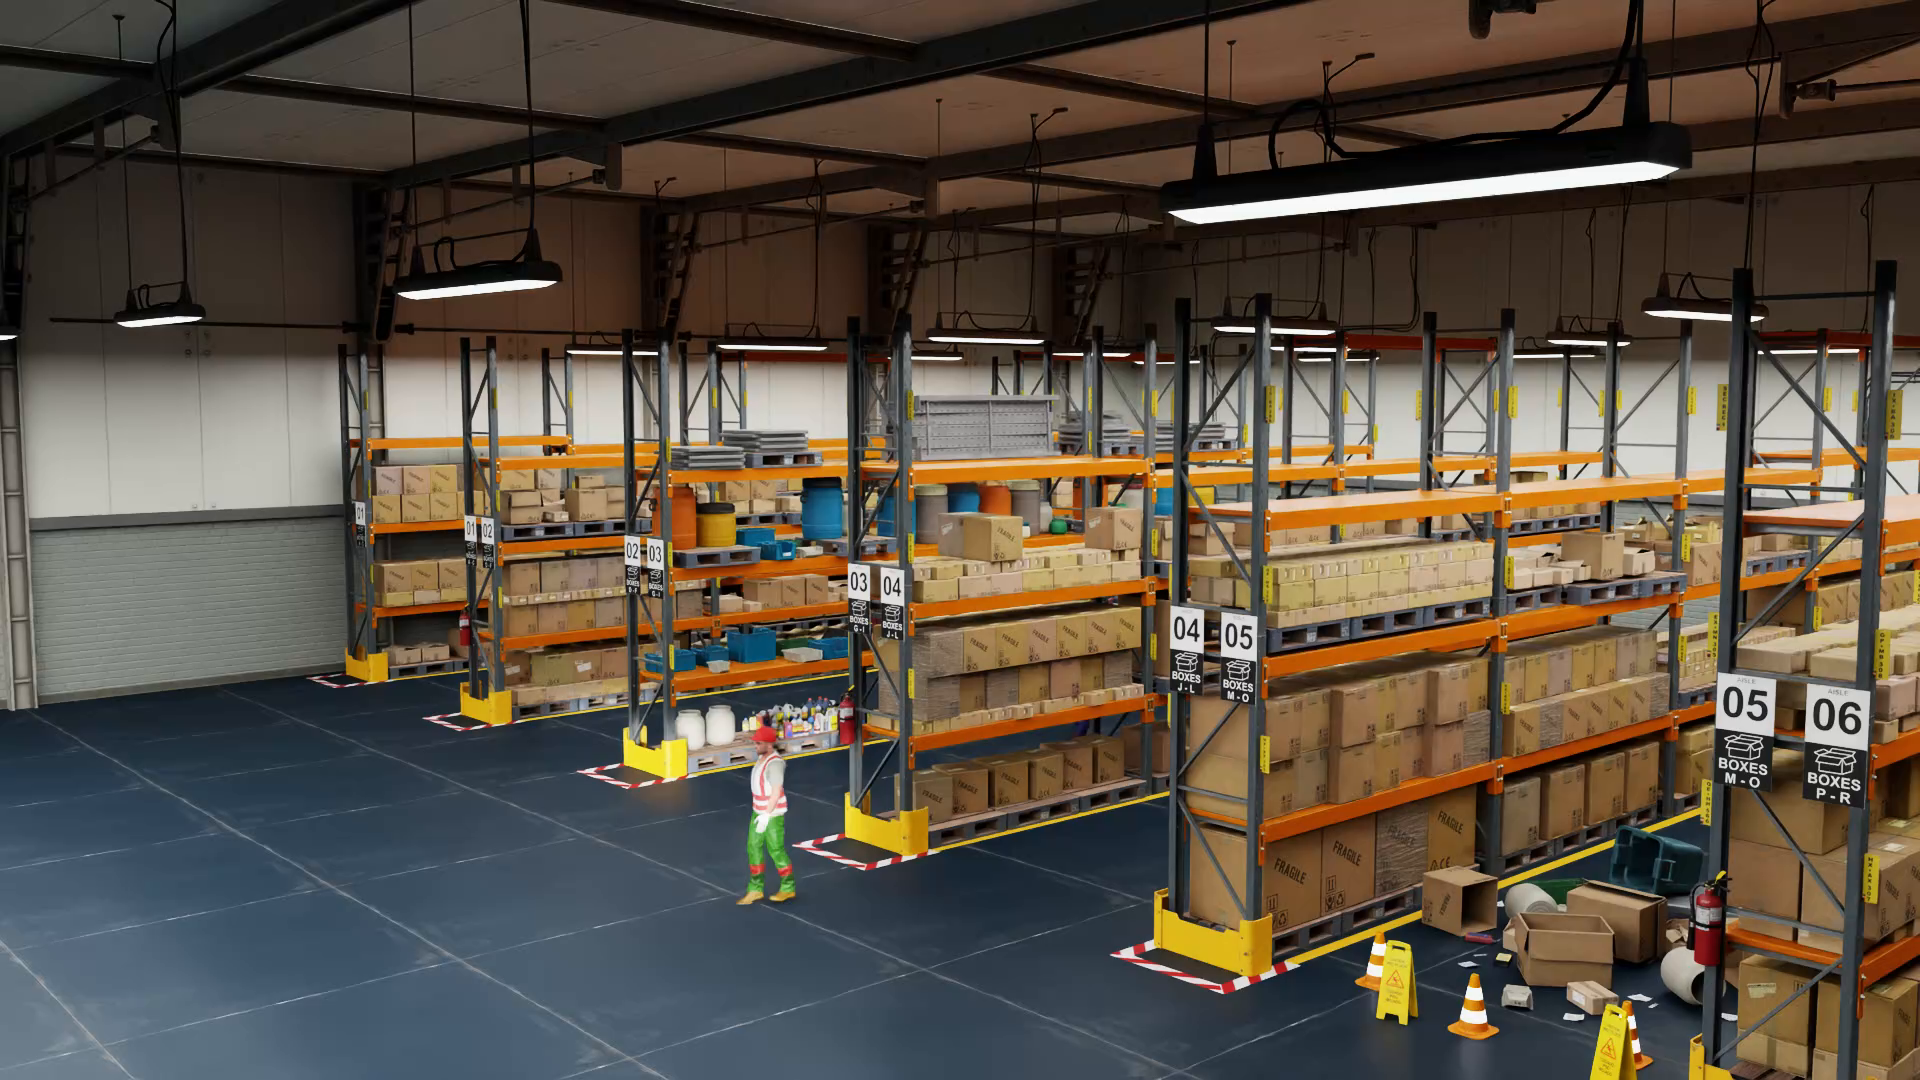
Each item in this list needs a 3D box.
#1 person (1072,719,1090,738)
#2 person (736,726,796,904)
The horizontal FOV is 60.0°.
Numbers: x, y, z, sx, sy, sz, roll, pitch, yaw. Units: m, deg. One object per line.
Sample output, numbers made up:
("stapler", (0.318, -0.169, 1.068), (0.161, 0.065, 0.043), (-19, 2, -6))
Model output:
("person", (1.791, 2.177, 24.302), (0.522, 1.645, 0.537), (-4, 7, -40))
("person", (-1.970, 2.784, 16.798), (0.596, 1.825, 0.623), (-2, 6, -26))
